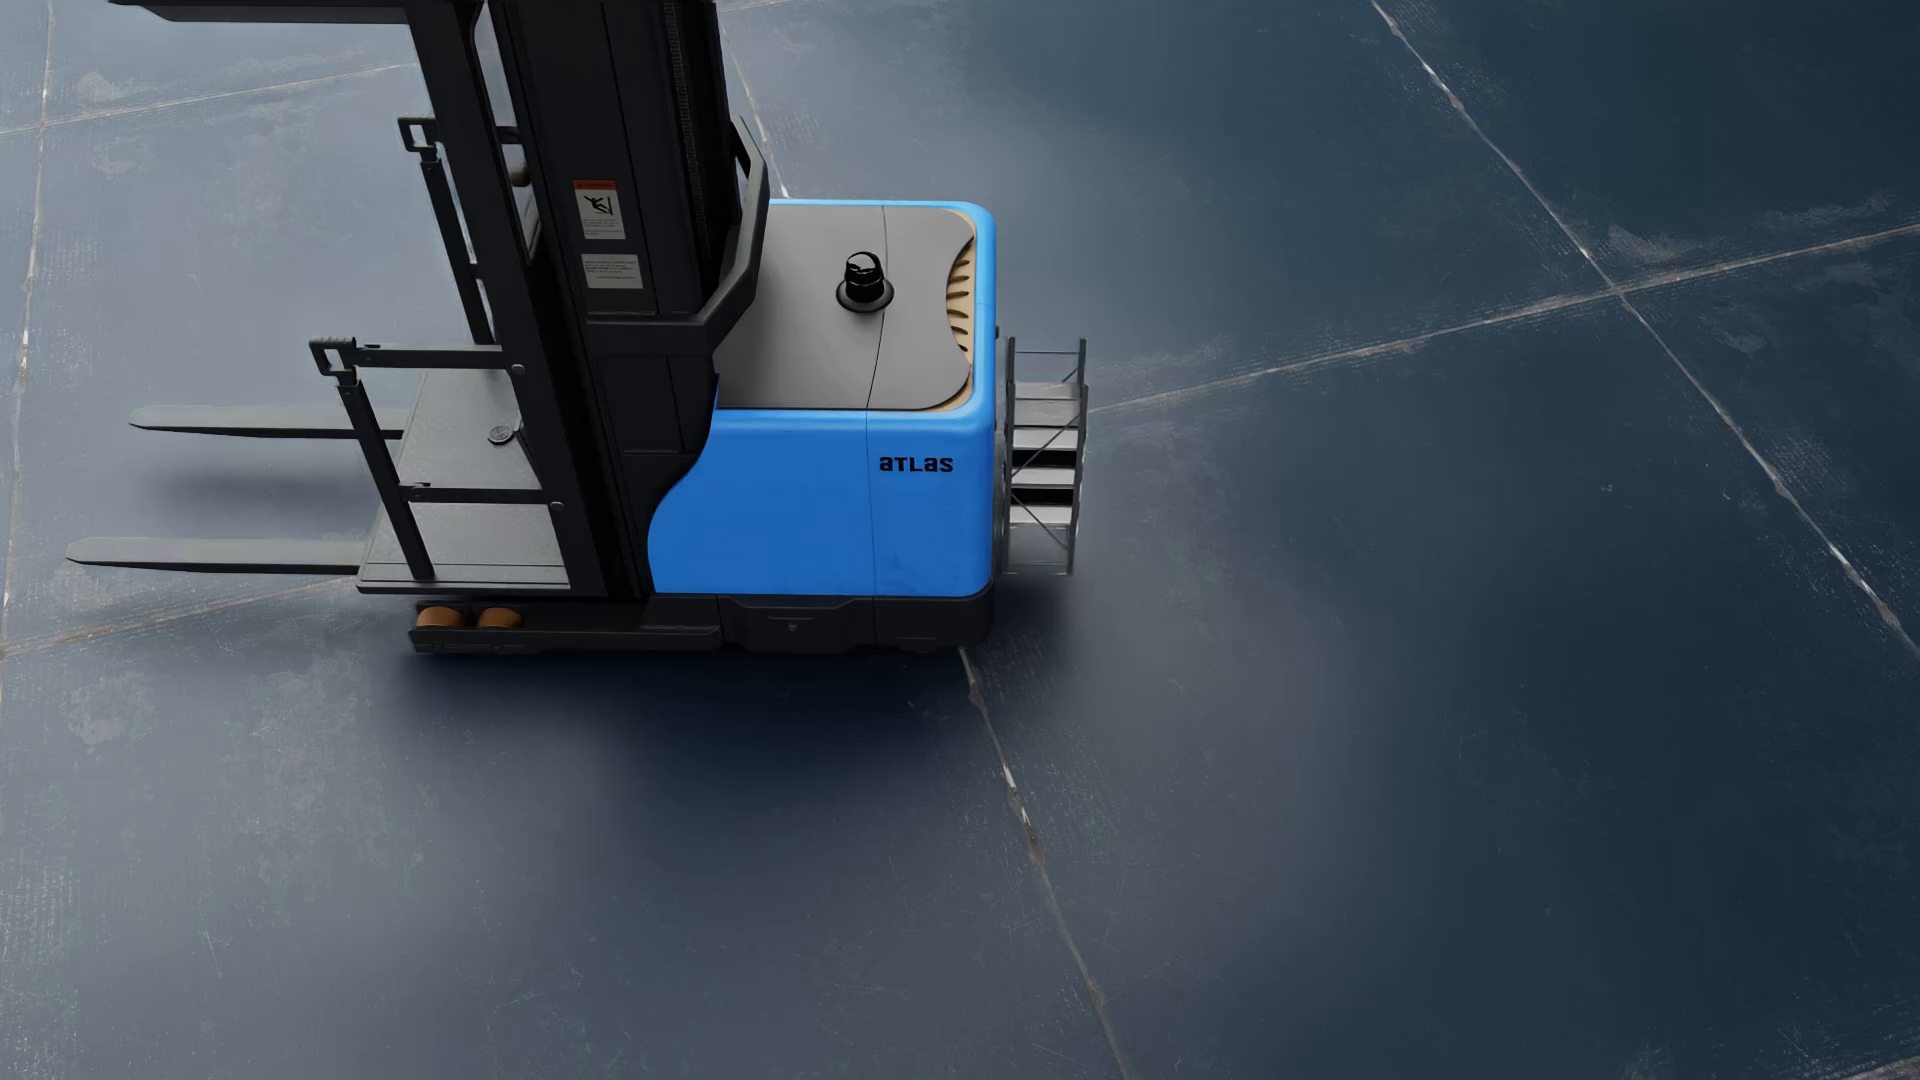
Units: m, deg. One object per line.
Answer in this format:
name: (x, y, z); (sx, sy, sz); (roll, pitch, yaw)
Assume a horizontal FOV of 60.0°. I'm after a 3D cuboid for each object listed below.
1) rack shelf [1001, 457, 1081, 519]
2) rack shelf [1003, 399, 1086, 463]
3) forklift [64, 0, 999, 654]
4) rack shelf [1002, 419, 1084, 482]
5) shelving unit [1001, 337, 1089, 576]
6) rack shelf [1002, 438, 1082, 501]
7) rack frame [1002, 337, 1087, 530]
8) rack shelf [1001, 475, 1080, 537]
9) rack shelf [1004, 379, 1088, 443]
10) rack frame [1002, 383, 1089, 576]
rack shelf: (0.265, -0.172, 5.467); (0.258, 0.077, 0.200); (1, 50, 1)
rack shelf: (0.266, -0.346, 5.260); (0.258, 0.077, 0.200); (1, 50, 1)
forklift: (-1.397, -0.977, 4.657); (3.031, 2.935, 1.130); (1, 50, 1)
rack shelf: (0.266, -0.288, 5.329); (0.258, 0.077, 0.200); (1, 50, 1)
shelving unit: (0.265, -0.251, 5.372); (0.258, 0.900, 0.210); (1, 50, 1)
rack shelf: (0.265, -0.230, 5.398); (0.258, 0.077, 0.200); (1, 50, 1)
rack frame: (0.267, -0.329, 5.438); (0.240, 0.900, 0.006); (1, 50, 1)
rack shelf: (0.265, -0.114, 5.536); (0.258, 0.077, 0.200); (1, 50, 1)
rack shelf: (0.266, -0.403, 5.191); (0.258, 0.077, 0.200); (1, 50, 1)
rack frame: (0.264, -0.173, 5.307); (0.240, 0.900, 0.006); (1, 50, 1)
